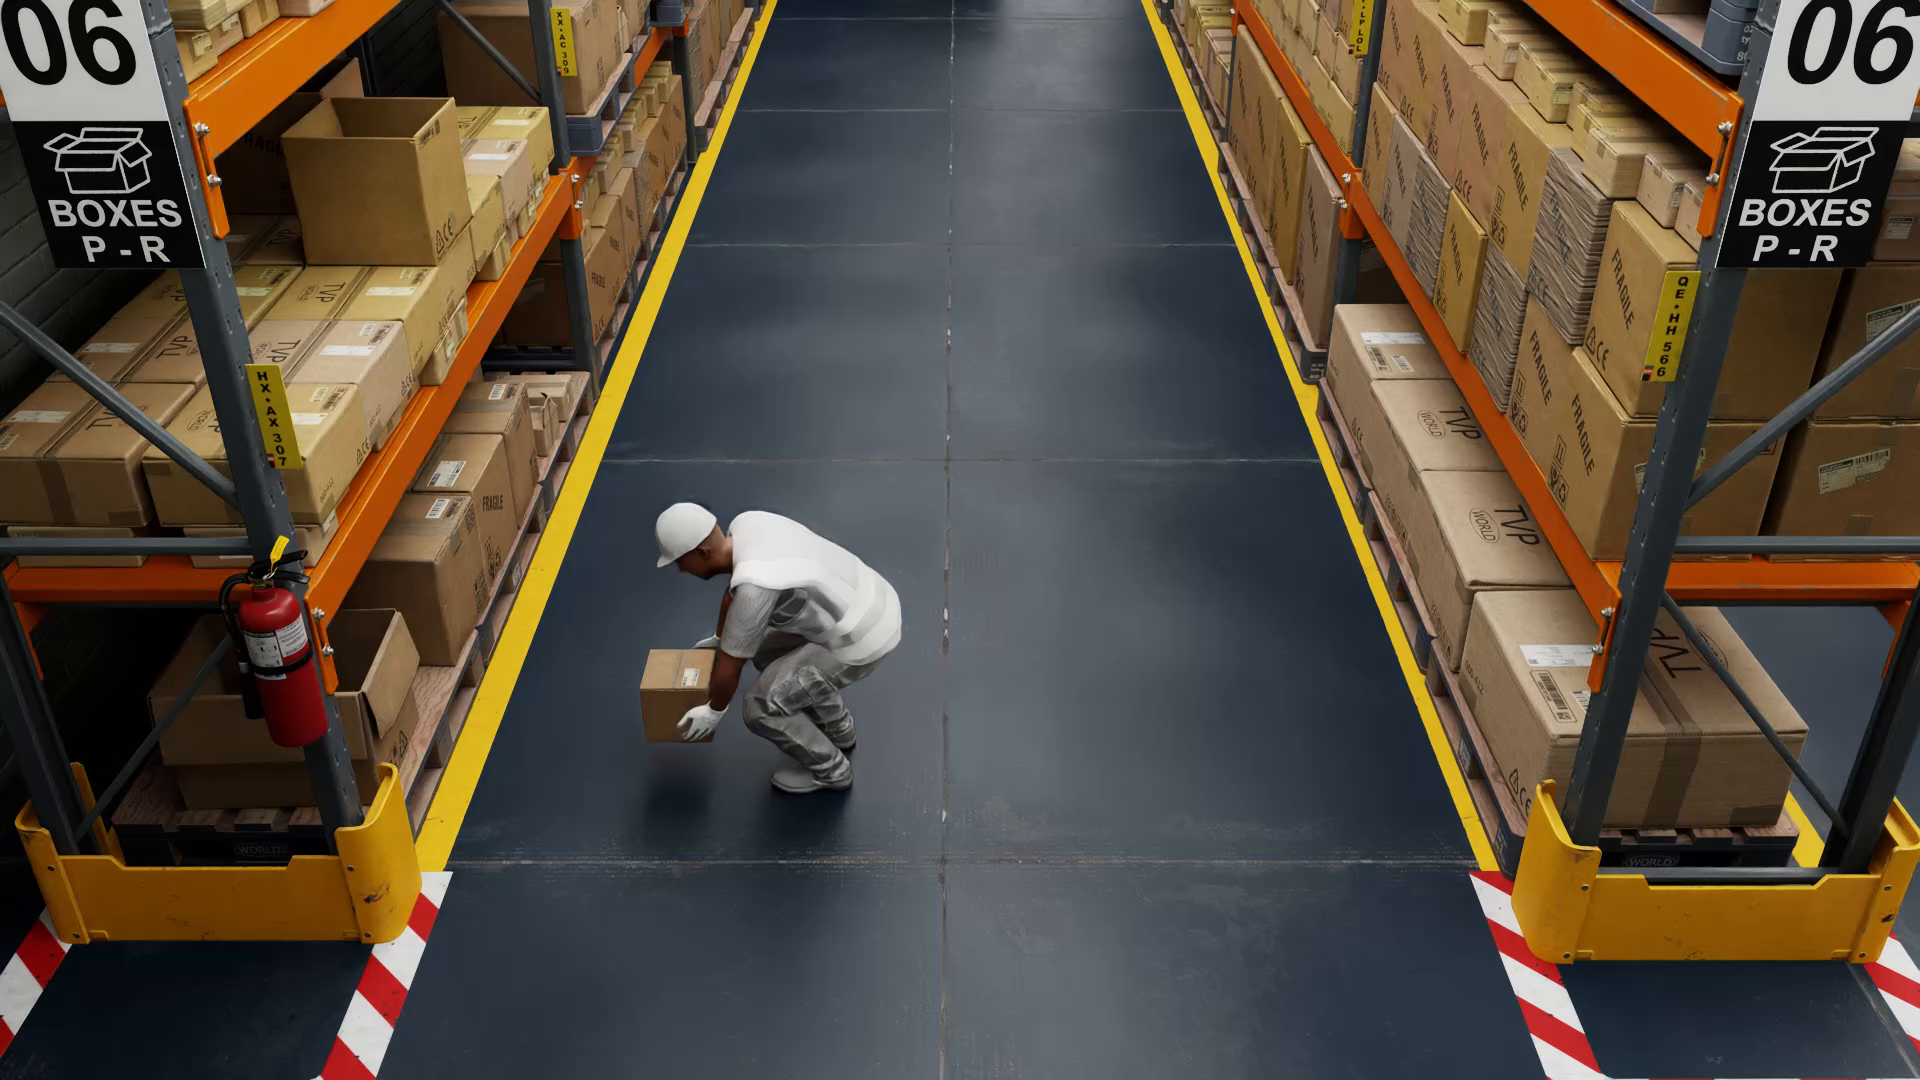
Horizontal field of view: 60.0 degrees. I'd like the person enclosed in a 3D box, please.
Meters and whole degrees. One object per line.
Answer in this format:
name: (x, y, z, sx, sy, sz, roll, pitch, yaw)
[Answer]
person: (-0.639, 0.379, 6.072, 0.853, 1.183, 0.597, 0, 31, 0)
